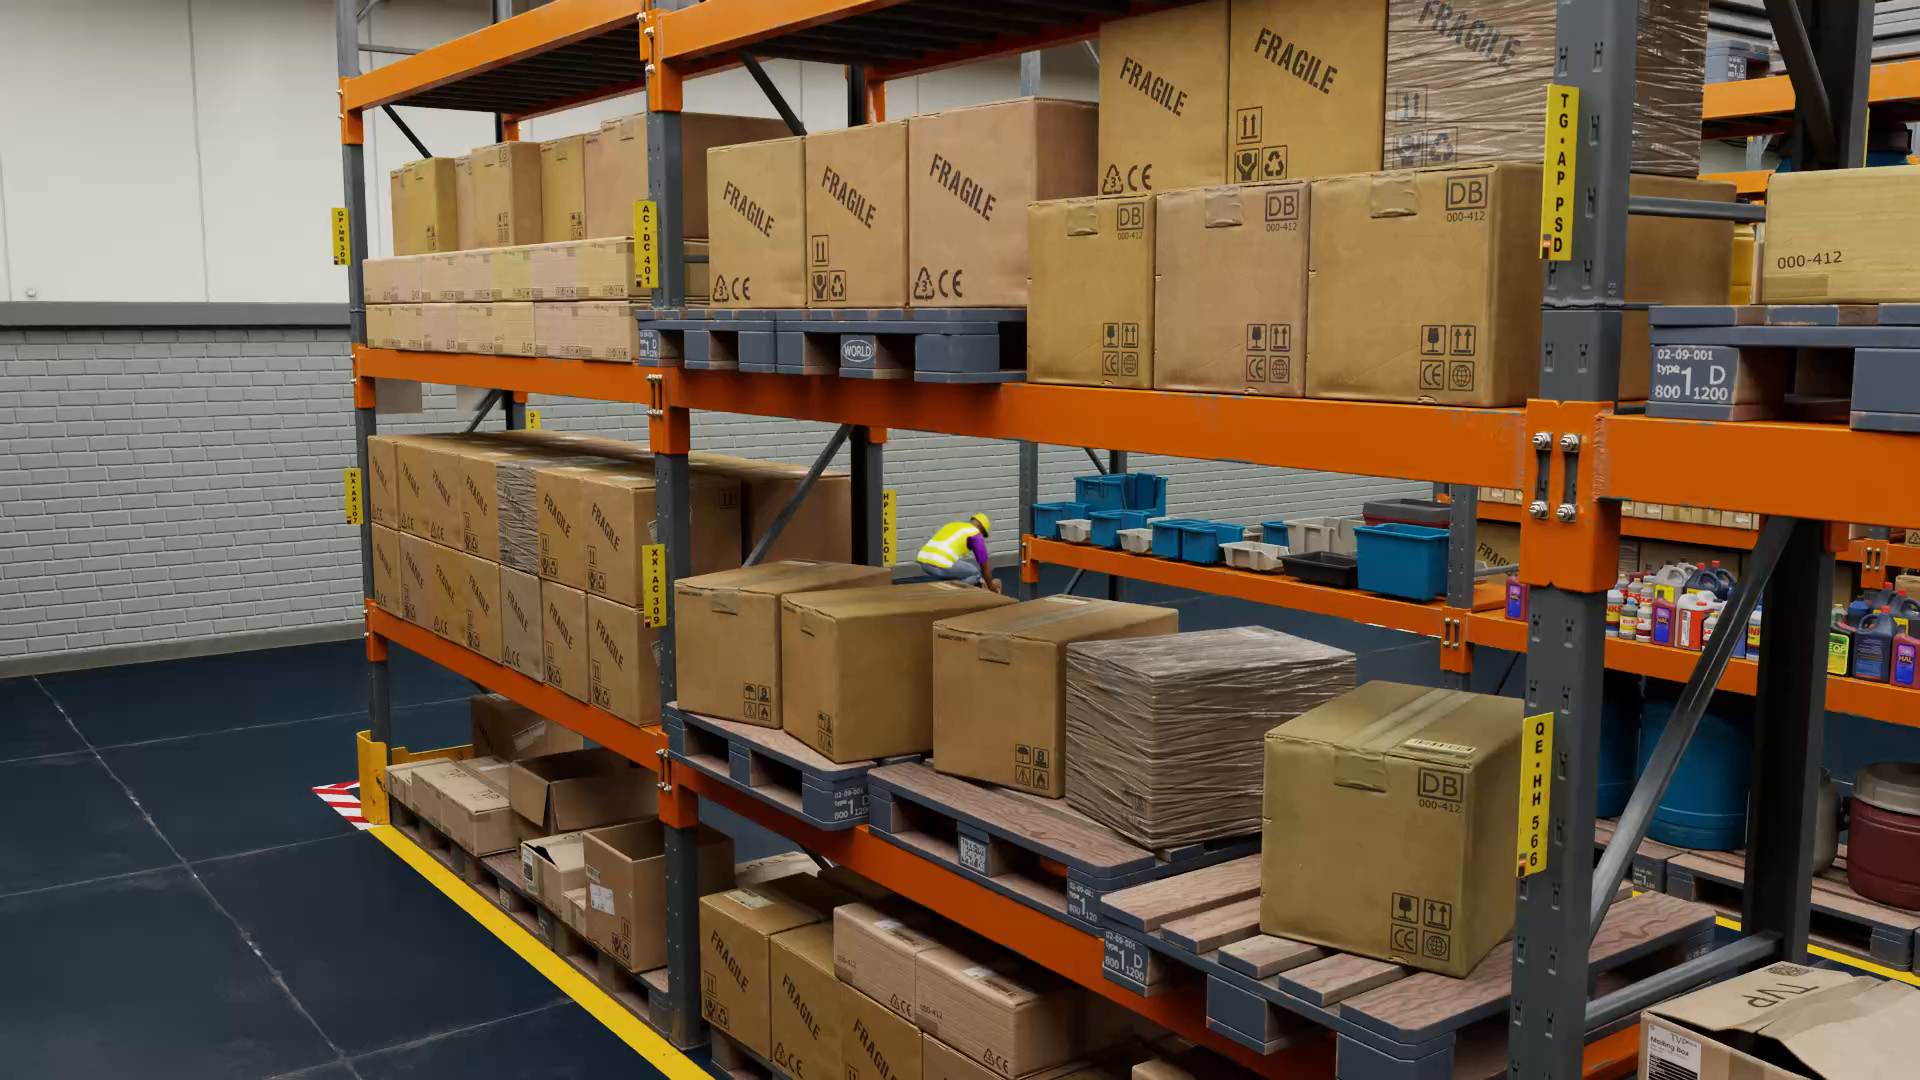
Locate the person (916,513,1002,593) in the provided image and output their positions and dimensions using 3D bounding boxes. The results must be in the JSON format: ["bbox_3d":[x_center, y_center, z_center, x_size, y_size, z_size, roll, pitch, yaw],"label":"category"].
[{"bbox_3d":[-0.045,0.220,17.186,0.896,0.942,0.572,-6,10,-36],"label":"person"}]
